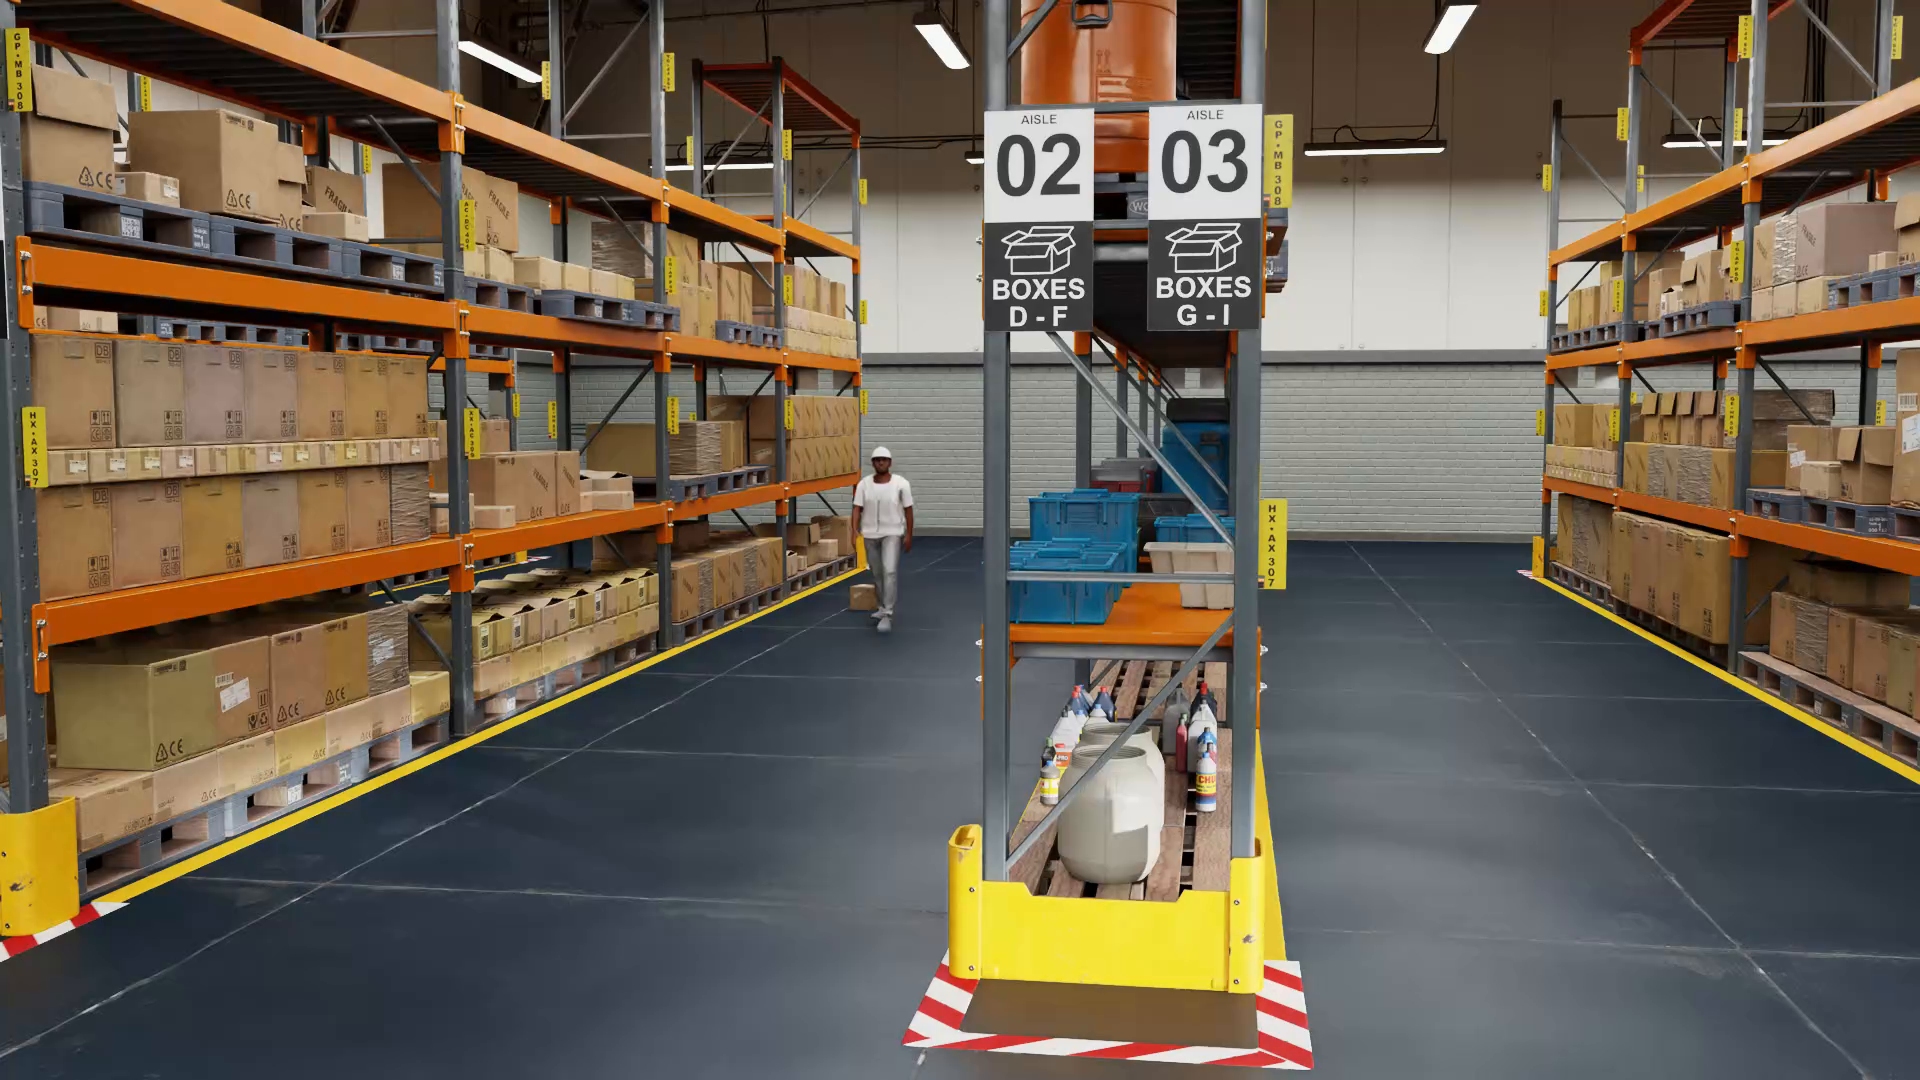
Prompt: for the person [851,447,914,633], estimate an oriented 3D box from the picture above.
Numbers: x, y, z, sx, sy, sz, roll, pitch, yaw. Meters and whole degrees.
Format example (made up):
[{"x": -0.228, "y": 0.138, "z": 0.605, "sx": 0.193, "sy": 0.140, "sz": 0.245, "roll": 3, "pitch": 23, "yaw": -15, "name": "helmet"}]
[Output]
[{"x": -0.787, "y": -0.029, "z": 16.277, "sx": 0.569, "sy": 1.763, "sz": 0.880, "roll": 1, "pitch": 5, "yaw": 16, "name": "person"}]
